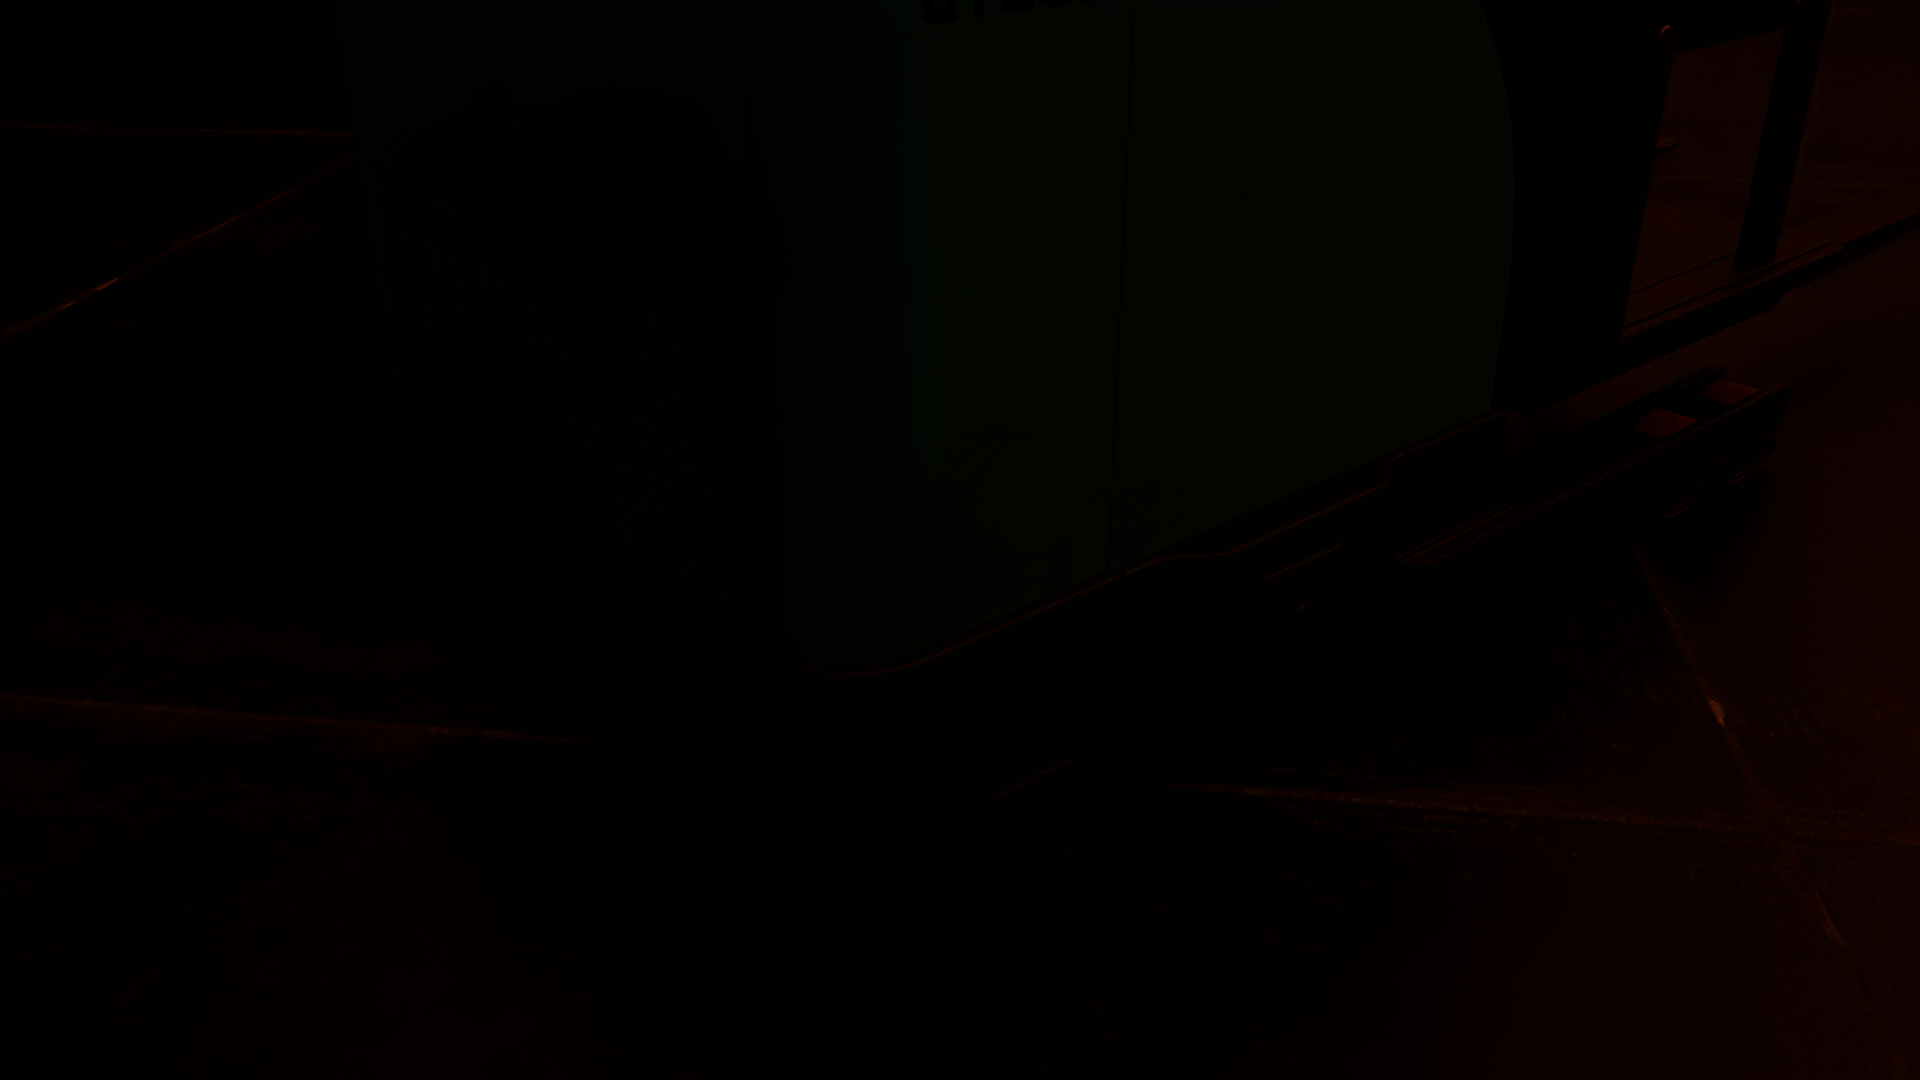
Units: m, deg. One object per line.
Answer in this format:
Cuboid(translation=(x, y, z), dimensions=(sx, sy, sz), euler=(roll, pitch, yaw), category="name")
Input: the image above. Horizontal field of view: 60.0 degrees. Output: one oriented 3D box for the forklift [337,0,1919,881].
Cuboid(translation=(0.693, -1.504, 2.232), dimensions=(3.031, 2.935, 1.130), euler=(-21, 33, -36), category="forklift")
